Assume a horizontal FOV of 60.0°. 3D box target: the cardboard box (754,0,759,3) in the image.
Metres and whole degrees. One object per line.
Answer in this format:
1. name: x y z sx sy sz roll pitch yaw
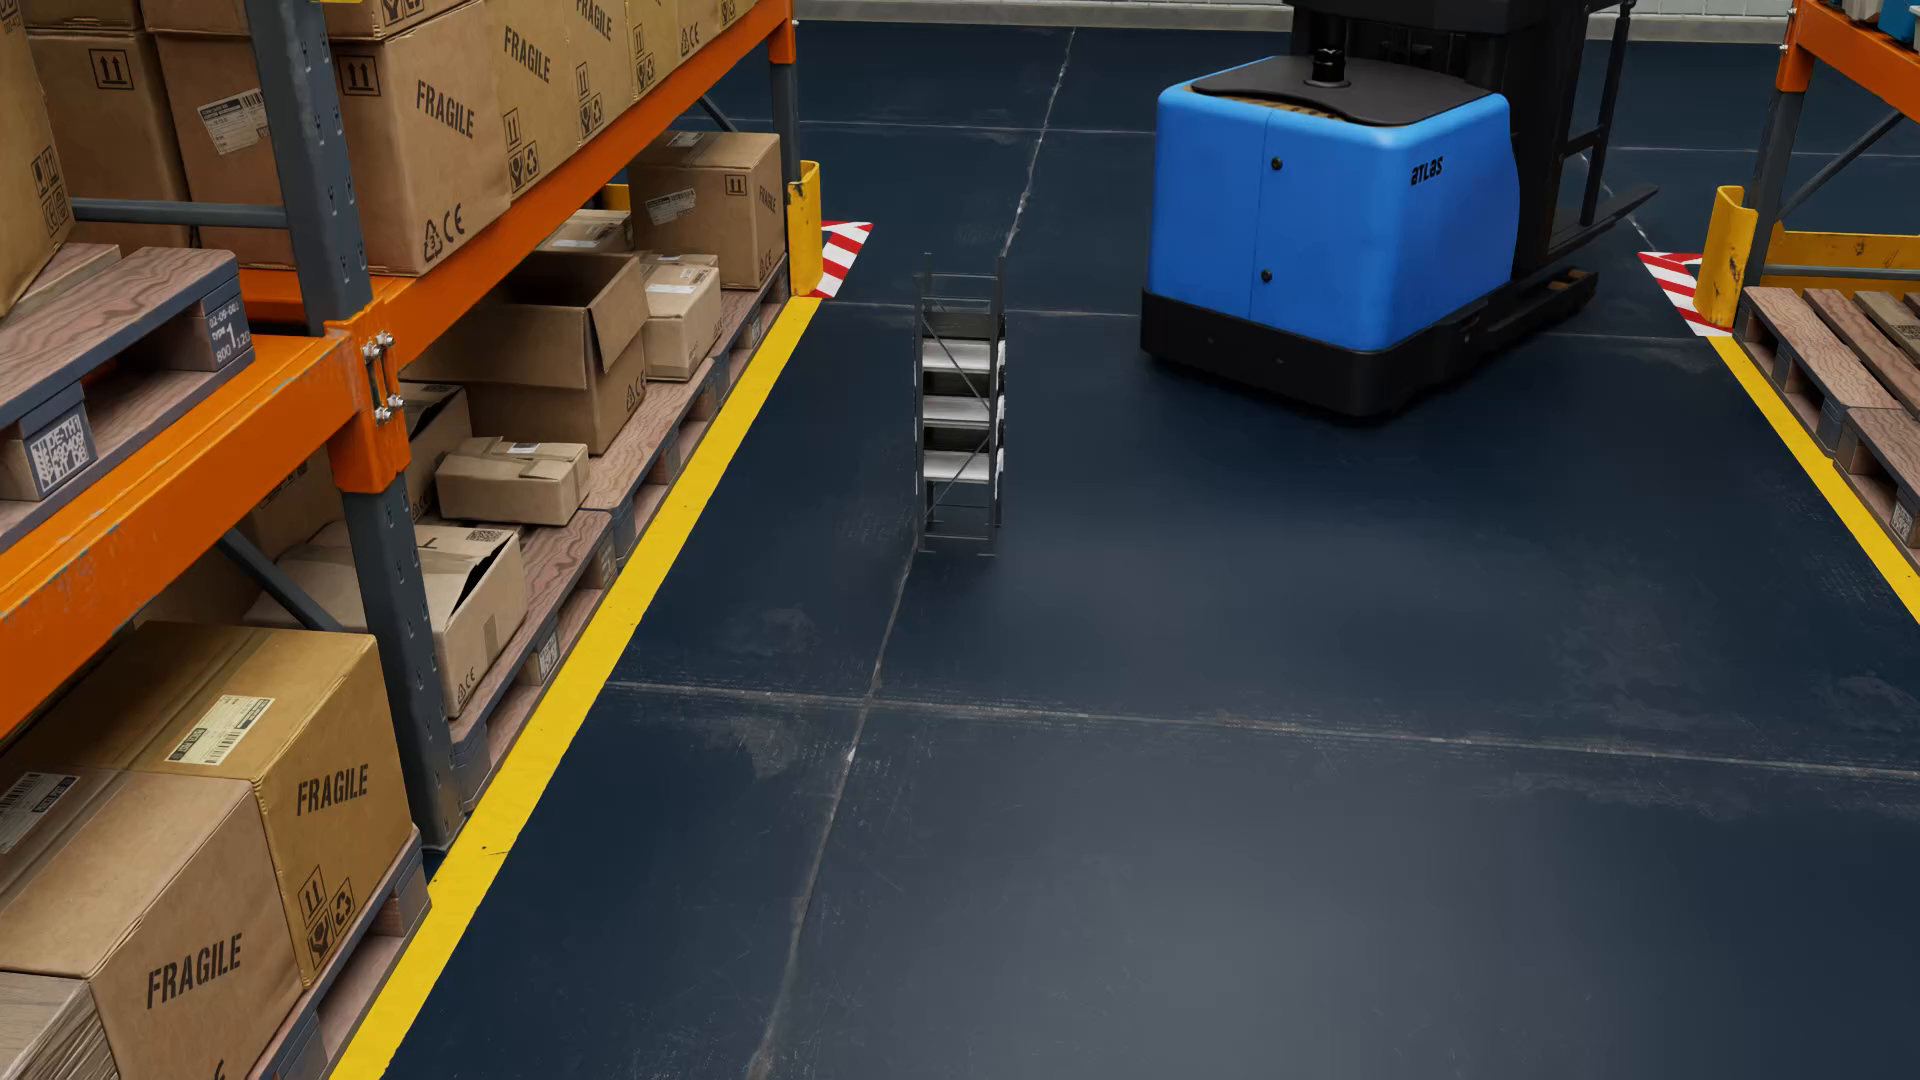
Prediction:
1. cardboard box: -0.982 -2.343 6.331 0.500 0.500 0.500 4 29 8

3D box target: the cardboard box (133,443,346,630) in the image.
1. cardboard box: -1.899 -0.021 4.297 0.500 0.500 0.500 3 28 6

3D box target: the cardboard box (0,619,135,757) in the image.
1. cardboard box: -1.988 0.478 3.373 0.500 0.500 0.500 2 28 4

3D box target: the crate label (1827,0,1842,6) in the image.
1. crate label: 3.361 -2.092 6.083 0.416 0.233 0.303 3 28 6

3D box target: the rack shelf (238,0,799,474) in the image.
1. rack shelf: -1.442 -1.267 5.199 1.077 0.370 4.000 3 28 6

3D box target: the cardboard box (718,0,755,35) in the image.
1. cardboard box: -1.042 -2.099 5.877 0.500 0.500 0.500 4 29 7

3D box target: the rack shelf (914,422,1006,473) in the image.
1. rack shelf: 0.001 -0.291 5.102 0.258 0.077 0.200 3 28 6

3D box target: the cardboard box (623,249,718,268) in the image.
1. cardboard box: -1.158 -1.016 6.497 0.380 0.166 0.250 3 28 6

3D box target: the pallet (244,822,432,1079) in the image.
1. pallet: -1.749 0.970 3.227 1.003 0.211 1.213 3 28 6

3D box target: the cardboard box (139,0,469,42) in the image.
1. cardboard box: -1.350 -1.332 3.401 0.500 0.500 0.500 4 29 8

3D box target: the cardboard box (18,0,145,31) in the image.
1. cardboard box: -1.882 -1.380 3.489 0.500 0.500 0.500 3 29 6

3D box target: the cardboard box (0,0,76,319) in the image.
1. cardboard box: -1.967 -0.662 2.767 0.700 0.500 0.500 -6 29 -11

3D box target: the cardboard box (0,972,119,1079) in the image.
1. cardboard box: -1.594 0.981 2.438 0.500 0.500 0.500 4 29 7

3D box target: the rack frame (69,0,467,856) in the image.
1. rack frame: -1.687 -0.643 3.280 1.000 3.000 0.127 3 28 6

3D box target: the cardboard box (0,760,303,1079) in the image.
1. cardboard box: -1.532 0.745 2.876 0.500 0.500 0.500 3 29 6

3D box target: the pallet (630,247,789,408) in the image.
1. pallet: -1.303 -0.887 6.674 1.003 0.211 1.213 3 28 6

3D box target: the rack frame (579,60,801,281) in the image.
1. rack frame: -1.197 -2.526 6.775 1.000 3.000 0.127 3 28 6

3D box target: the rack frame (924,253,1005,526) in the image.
1. rack frame: 0.013 -0.448 5.132 0.240 0.900 0.006 3 28 6

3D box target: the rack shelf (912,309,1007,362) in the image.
1. rack shelf: 0.001 -0.608 4.931 0.258 0.077 0.200 3 28 6

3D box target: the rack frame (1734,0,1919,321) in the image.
1. rack frame: 3.718 -2.236 6.238 1.000 3.000 0.127 3 28 6

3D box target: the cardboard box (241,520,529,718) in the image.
1. cardboard box: -1.421 0.162 4.157 0.500 0.311 0.500 3 28 6

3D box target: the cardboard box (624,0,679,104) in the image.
1. cardboard box: -1.171 -1.627 5.002 0.500 0.500 0.500 3 28 5

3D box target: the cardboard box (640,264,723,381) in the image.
1. cardboard box: -1.166 -0.793 5.995 0.500 0.250 0.500 3 28 6

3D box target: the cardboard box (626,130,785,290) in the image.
1. cardboard box: -1.019 -1.349 6.762 0.500 0.500 0.500 3 28 6

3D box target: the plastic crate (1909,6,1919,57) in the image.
1. plastic crate: 3.157 -1.584 5.242 0.250 0.136 0.298 3 28 6

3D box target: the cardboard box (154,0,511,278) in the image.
1. cardboard box: -1.354 -0.911 3.673 0.500 0.500 0.500 4 29 8

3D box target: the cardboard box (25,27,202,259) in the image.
1. cardboard box: -1.881 -0.937 3.721 0.500 0.500 0.500 4 29 7

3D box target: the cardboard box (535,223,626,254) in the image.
1. cardboard box: -1.607 -1.034 6.442 0.500 0.250 0.500 3 28 6

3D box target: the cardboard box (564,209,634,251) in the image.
1. cardboard box: -1.590 -1.287 7.018 0.380 0.149 0.250 3 28 6

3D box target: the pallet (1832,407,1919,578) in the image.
1. pallet: 3.427 -0.050 5.120 1.003 0.211 1.213 3 28 6

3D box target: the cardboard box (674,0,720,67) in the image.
1. cardboard box: -1.109 -1.864 5.442 0.500 0.500 0.500 4 29 7

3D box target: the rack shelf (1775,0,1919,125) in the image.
1. rack shelf: 3.473 -0.978 4.661 1.077 0.370 4.000 3 28 6

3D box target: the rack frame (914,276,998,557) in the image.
1. rack frame: -0.011 -0.352 4.955 0.240 0.900 0.006 3 28 6

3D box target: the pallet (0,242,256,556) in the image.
1. pallet: -1.894 -0.188 2.640 1.003 0.211 1.213 3 28 6

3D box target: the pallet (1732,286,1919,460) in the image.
1. pallet: 3.579 -0.622 6.183 1.003 0.211 1.213 3 28 6

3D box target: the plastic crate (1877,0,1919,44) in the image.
1. plastic crate: 3.281 -1.782 5.508 0.416 0.233 0.300 3 28 6

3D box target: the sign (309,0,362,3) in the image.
1. sign: -1.136 -1.122 2.949 0.100 0.325 0.005 3 28 6

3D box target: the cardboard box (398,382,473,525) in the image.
1. cardboard box: -1.807 -0.290 4.998 0.500 0.311 0.500 3 28 6

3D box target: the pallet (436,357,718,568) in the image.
1. pallet: -1.455 -0.314 5.611 1.003 0.211 1.213 3 28 6

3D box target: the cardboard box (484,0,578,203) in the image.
1. cardboard box: -1.295 -1.152 4.120 0.500 0.500 0.500 4 29 7

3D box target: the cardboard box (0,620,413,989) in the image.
1. cardboard box: -1.463 0.513 3.307 0.500 0.500 0.500 3 28 6

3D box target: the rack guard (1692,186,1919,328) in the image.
1. rack guard: 3.708 -1.148 6.853 1.175 0.500 0.348 3 28 6

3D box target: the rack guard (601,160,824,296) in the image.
1. rack guard: -1.207 -1.389 7.302 1.175 0.500 0.348 3 28 6

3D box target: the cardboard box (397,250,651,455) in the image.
1. cardboard box: -1.462 -0.622 5.410 0.797 0.503 0.637 3 28 6

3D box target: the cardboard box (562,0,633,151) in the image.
1. cardboard box: -1.231 -1.387 4.557 0.500 0.500 0.500 3 28 6

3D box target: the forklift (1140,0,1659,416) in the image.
1. forklift: 2.062 -2.347 6.516 1.130 2.935 3.031 23 36 36

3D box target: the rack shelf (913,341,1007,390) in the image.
1. rack shelf: 0.001 -0.529 4.974 0.258 0.077 0.200 3 28 6

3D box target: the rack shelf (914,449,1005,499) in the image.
1. rack shelf: 0.001 -0.212 5.145 0.258 0.077 0.200 3 28 6

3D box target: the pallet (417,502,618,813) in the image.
1. pallet: -1.602 0.262 4.542 1.003 0.211 1.213 3 28 6

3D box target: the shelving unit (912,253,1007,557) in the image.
1. shelving unit: 0.001 -0.400 5.044 0.258 0.900 0.210 3 28 6

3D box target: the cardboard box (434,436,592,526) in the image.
1. cardboard box: -1.325 -0.182 4.948 0.380 0.166 0.250 3 28 6

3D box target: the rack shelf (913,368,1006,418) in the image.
1. rack shelf: 0.001 -0.450 5.017 0.258 0.077 0.200 3 28 6

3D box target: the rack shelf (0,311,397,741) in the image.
1. rack shelf: -1.932 0.615 1.704 1.077 0.370 4.000 3 28 6

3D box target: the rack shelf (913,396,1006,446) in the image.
1. rack shelf: 0.001 -0.371 5.059 0.258 0.077 0.200 3 28 6

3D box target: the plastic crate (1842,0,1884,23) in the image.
1. plastic crate: 3.240 -1.903 5.835 0.250 0.136 0.298 3 28 6
